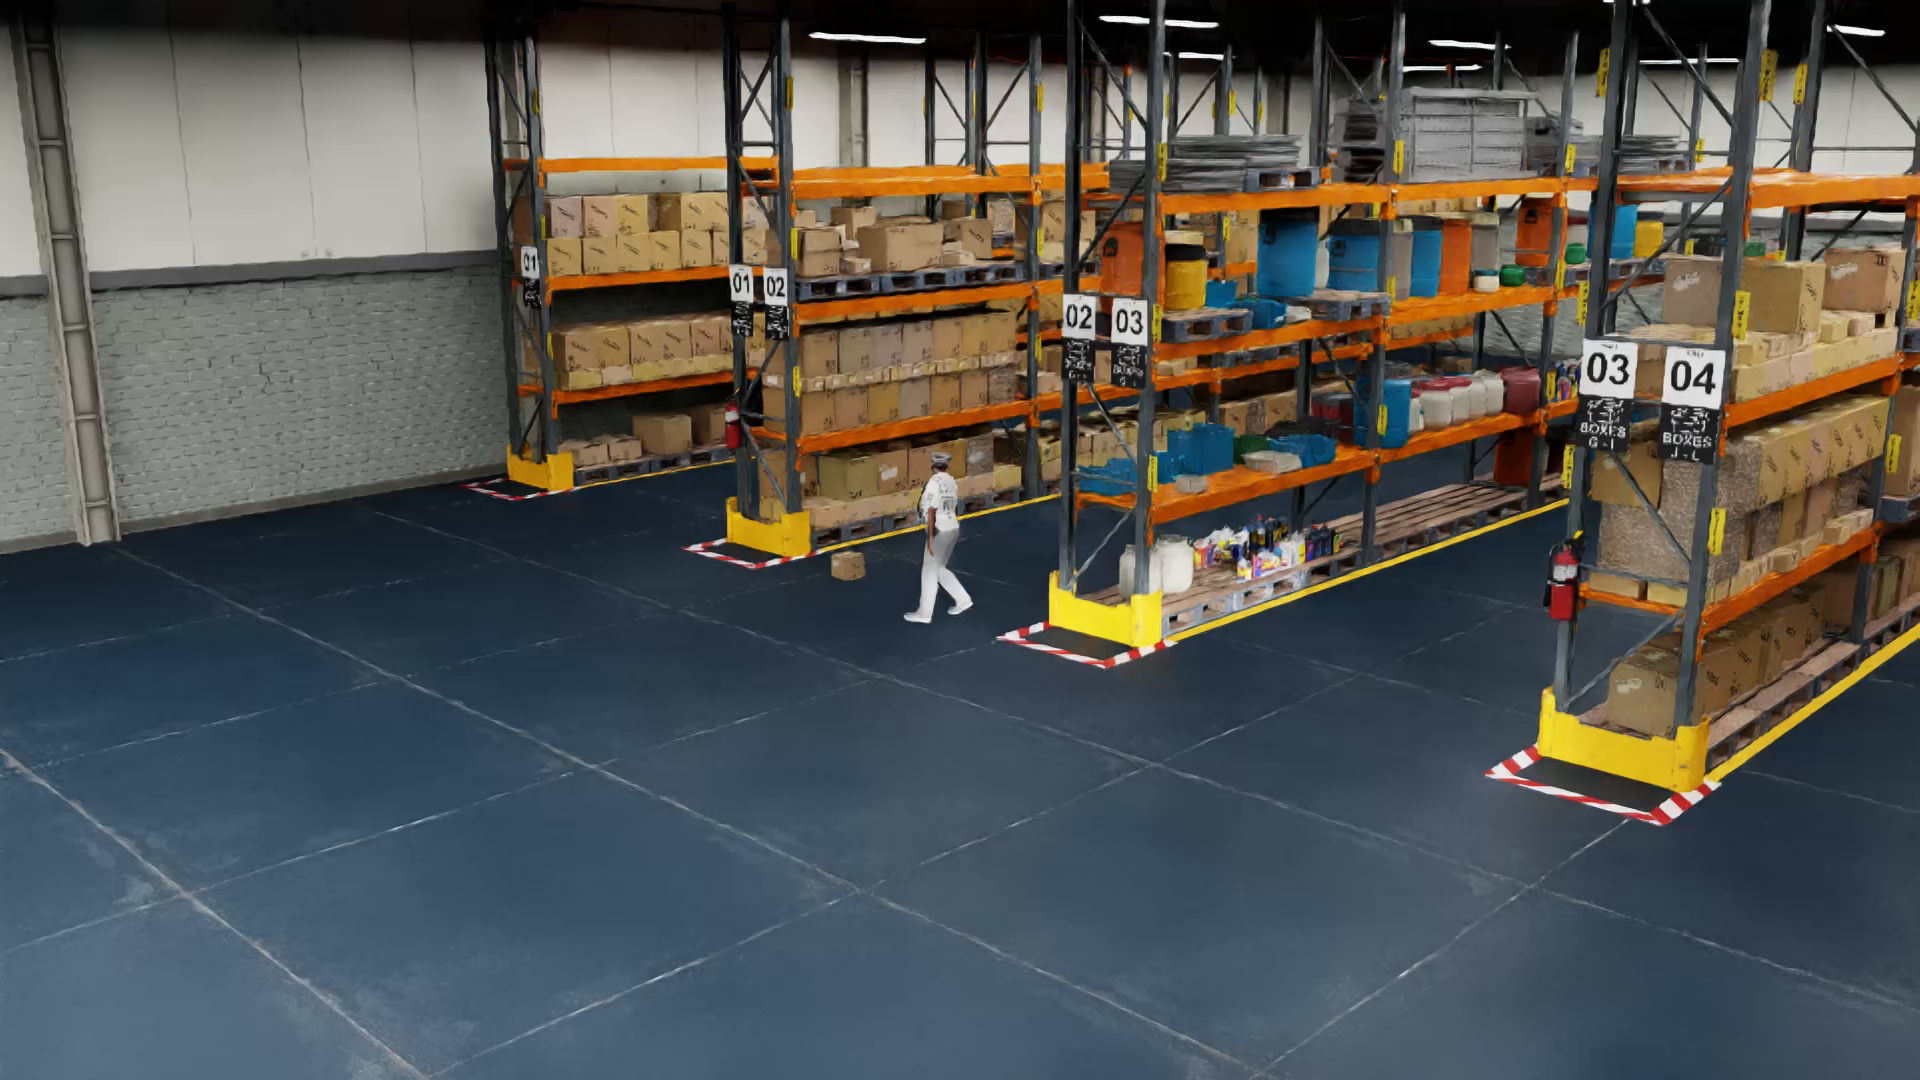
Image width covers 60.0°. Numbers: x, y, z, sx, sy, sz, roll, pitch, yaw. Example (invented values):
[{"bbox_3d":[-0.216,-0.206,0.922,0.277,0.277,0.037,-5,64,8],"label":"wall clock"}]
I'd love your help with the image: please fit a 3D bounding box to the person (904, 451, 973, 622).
[{"bbox_3d":[-0.207,-0.039,16.197,0.595,1.611,0.603,4,14,15],"label":"person"}]
